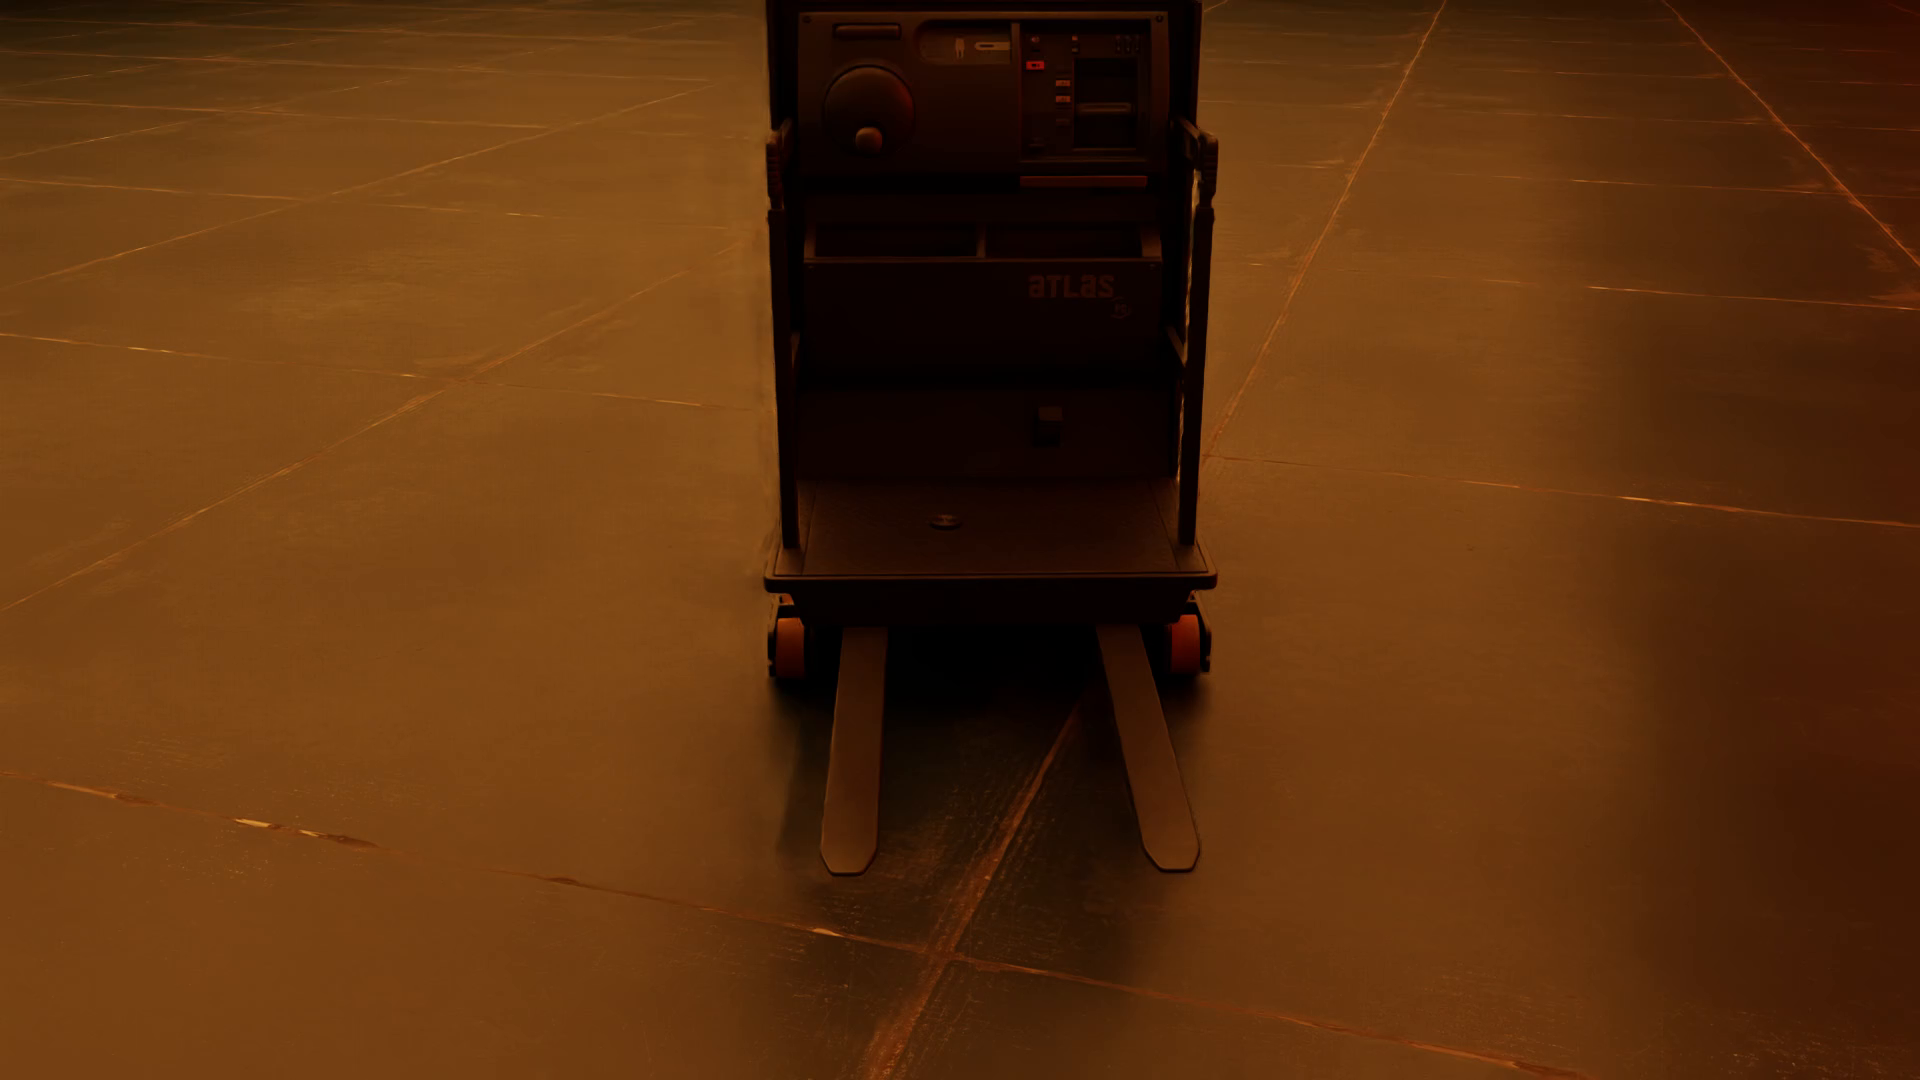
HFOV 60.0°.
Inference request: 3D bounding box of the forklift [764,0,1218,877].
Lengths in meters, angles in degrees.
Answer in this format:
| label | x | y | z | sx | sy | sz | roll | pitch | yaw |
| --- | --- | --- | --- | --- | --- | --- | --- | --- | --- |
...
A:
| label | x | y | z | sx | sy | sz | roll | pitch | yaw |
| --- | --- | --- | --- | --- | --- | --- | --- | --- | --- |
| forklift | 0.065 | -1.116 | 3.983 | 1.130 | 2.935 | 3.031 | 0 | 22 | -1 |
